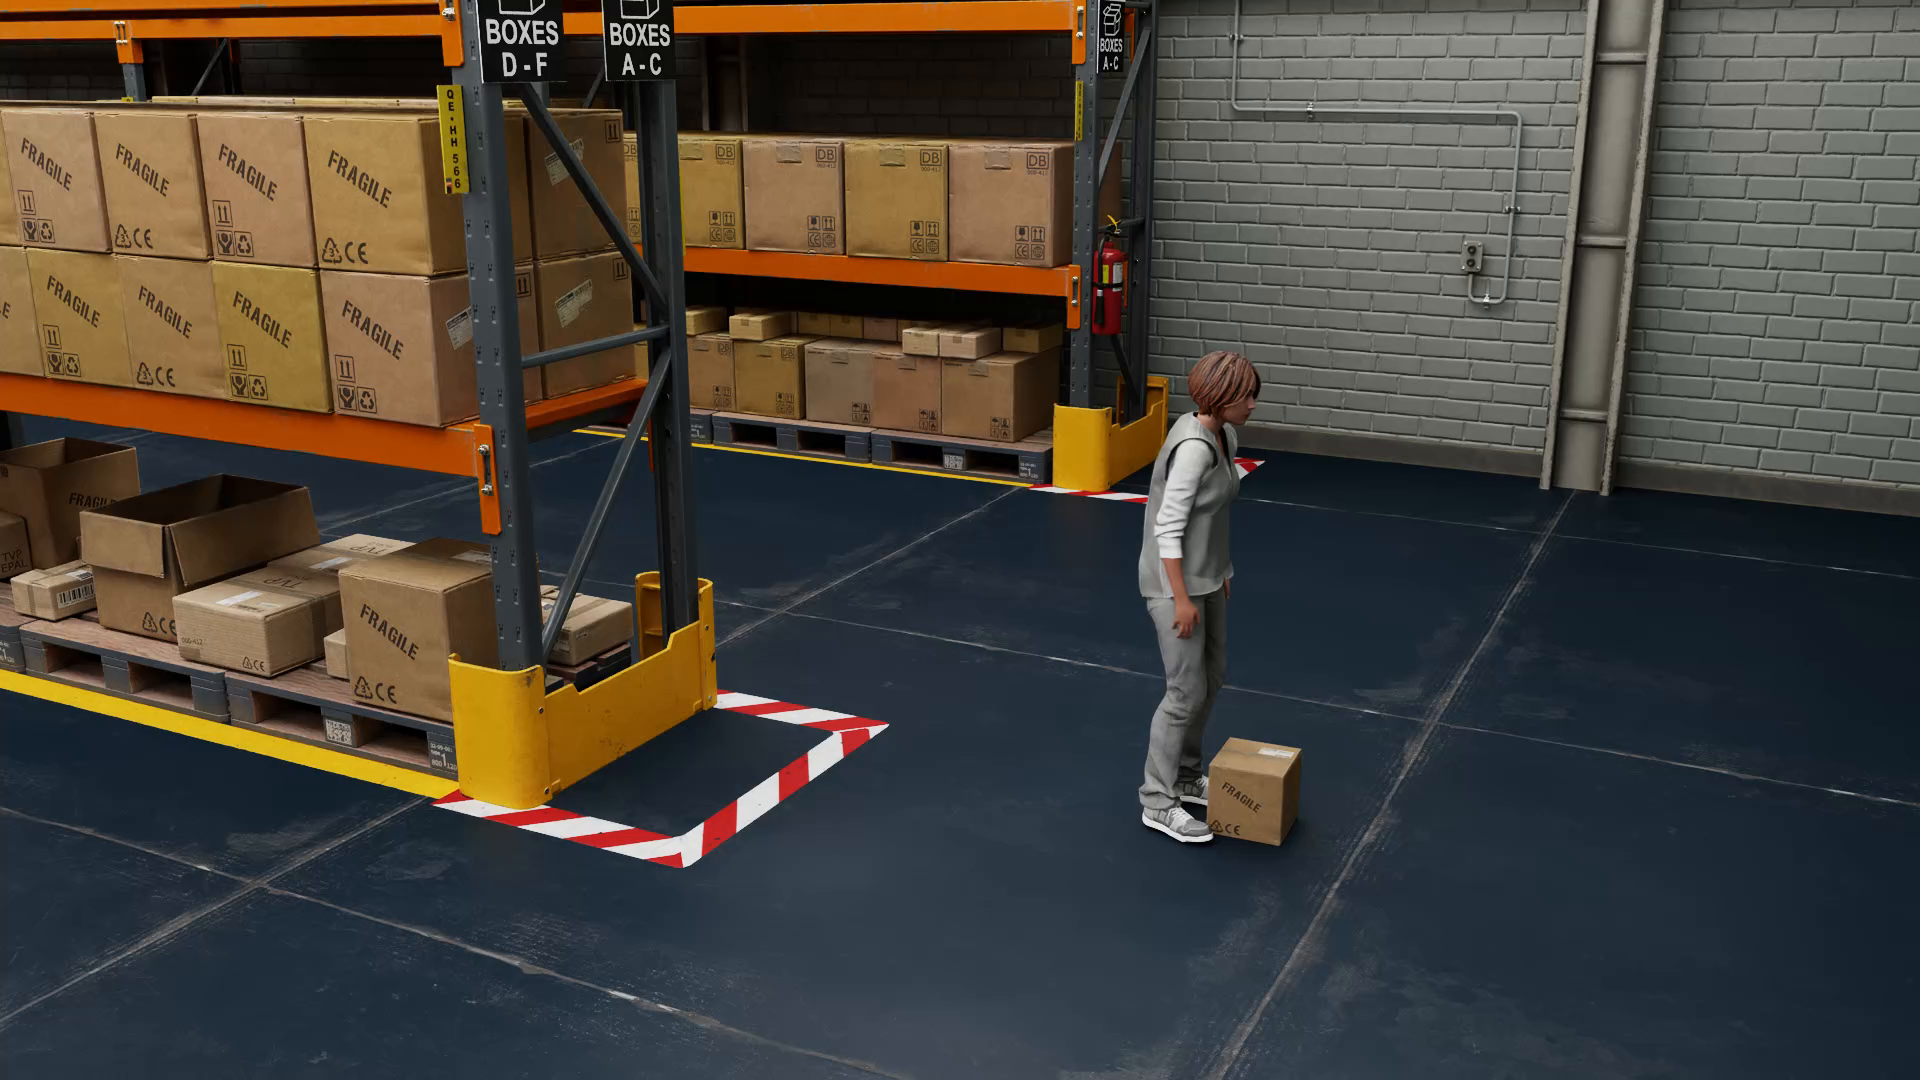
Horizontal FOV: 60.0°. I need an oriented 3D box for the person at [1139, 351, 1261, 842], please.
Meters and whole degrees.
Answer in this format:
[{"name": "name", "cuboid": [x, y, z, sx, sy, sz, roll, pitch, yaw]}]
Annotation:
[{"name": "person", "cuboid": [0.773, 0.173, 5.472, 0.350, 1.581, 0.470, 8, 18, 25]}]
